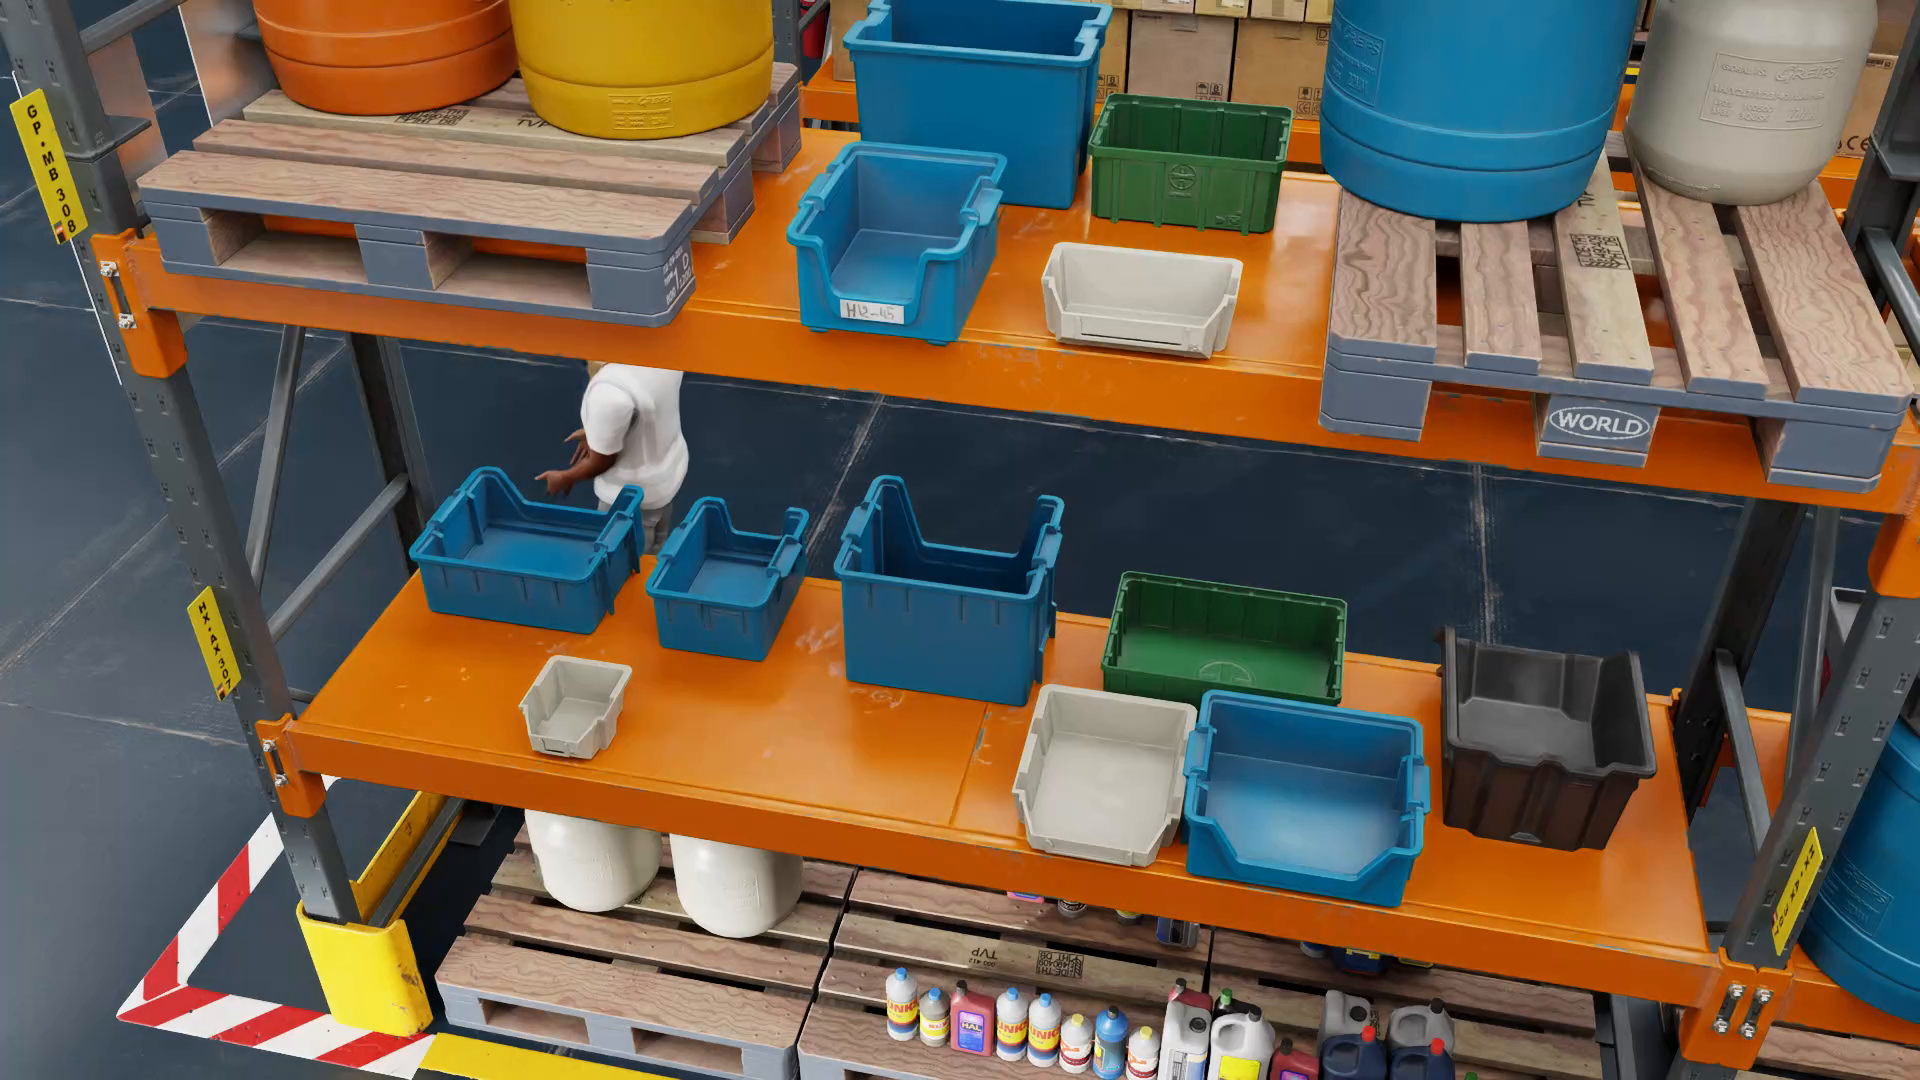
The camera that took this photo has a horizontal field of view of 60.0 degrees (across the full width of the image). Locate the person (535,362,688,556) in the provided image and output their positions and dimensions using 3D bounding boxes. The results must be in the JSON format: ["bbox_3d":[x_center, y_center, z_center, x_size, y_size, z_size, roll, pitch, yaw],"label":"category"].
[{"bbox_3d":[-1.329,-0.238,6.450,0.541,1.770,0.548,7,37,10],"label":"person"}]
